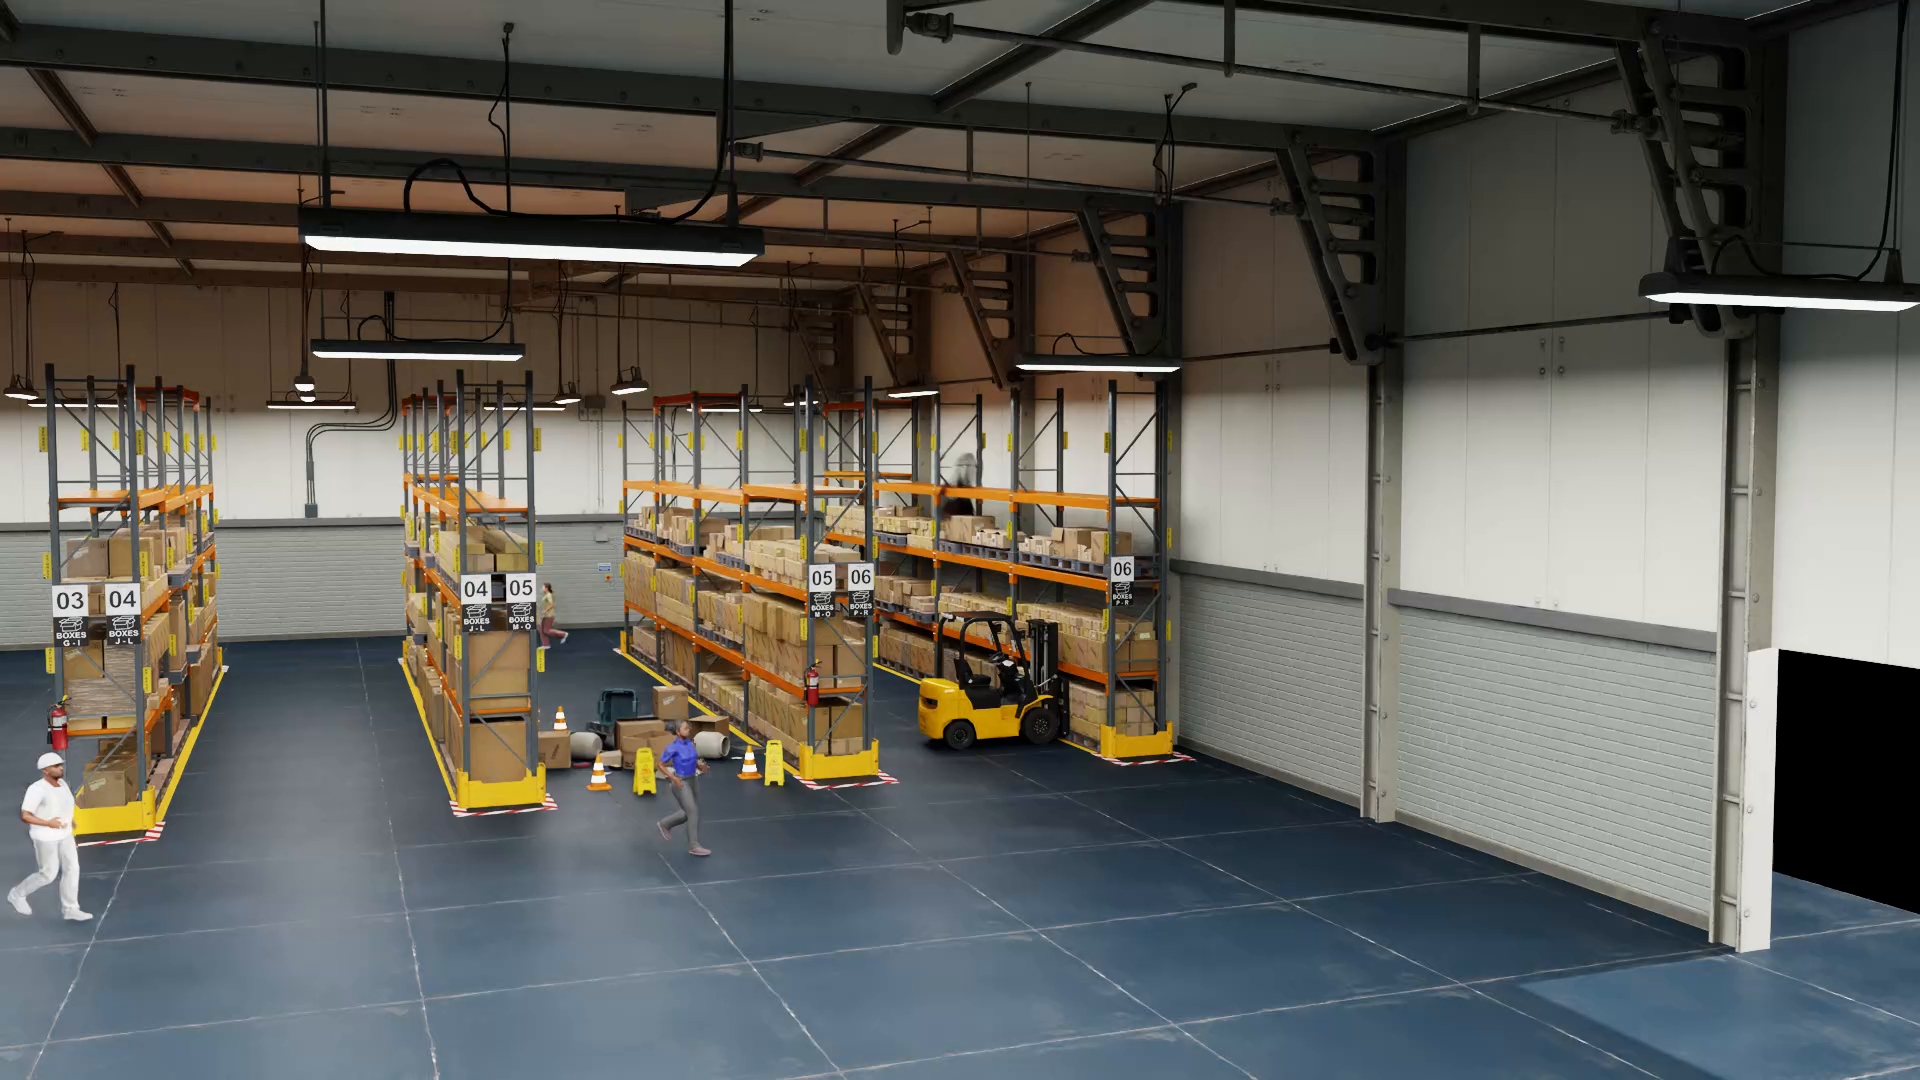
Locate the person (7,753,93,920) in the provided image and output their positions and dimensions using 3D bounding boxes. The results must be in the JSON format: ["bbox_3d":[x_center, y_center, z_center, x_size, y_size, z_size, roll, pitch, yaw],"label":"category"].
[{"bbox_3d":[-9.489,3.090,17.337,0.879,1.750,0.700,0,3,7],"label":"person"}]

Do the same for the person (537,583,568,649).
[{"bbox_3d":[-9.876,1.843,40.282,0.736,1.628,0.565,-1,4,-18],"label":"person"}]

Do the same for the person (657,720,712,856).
[{"bbox_3d":[-3.394,3.000,20.267,0.834,1.623,0.588,2,4,24],"label":"person"}]
